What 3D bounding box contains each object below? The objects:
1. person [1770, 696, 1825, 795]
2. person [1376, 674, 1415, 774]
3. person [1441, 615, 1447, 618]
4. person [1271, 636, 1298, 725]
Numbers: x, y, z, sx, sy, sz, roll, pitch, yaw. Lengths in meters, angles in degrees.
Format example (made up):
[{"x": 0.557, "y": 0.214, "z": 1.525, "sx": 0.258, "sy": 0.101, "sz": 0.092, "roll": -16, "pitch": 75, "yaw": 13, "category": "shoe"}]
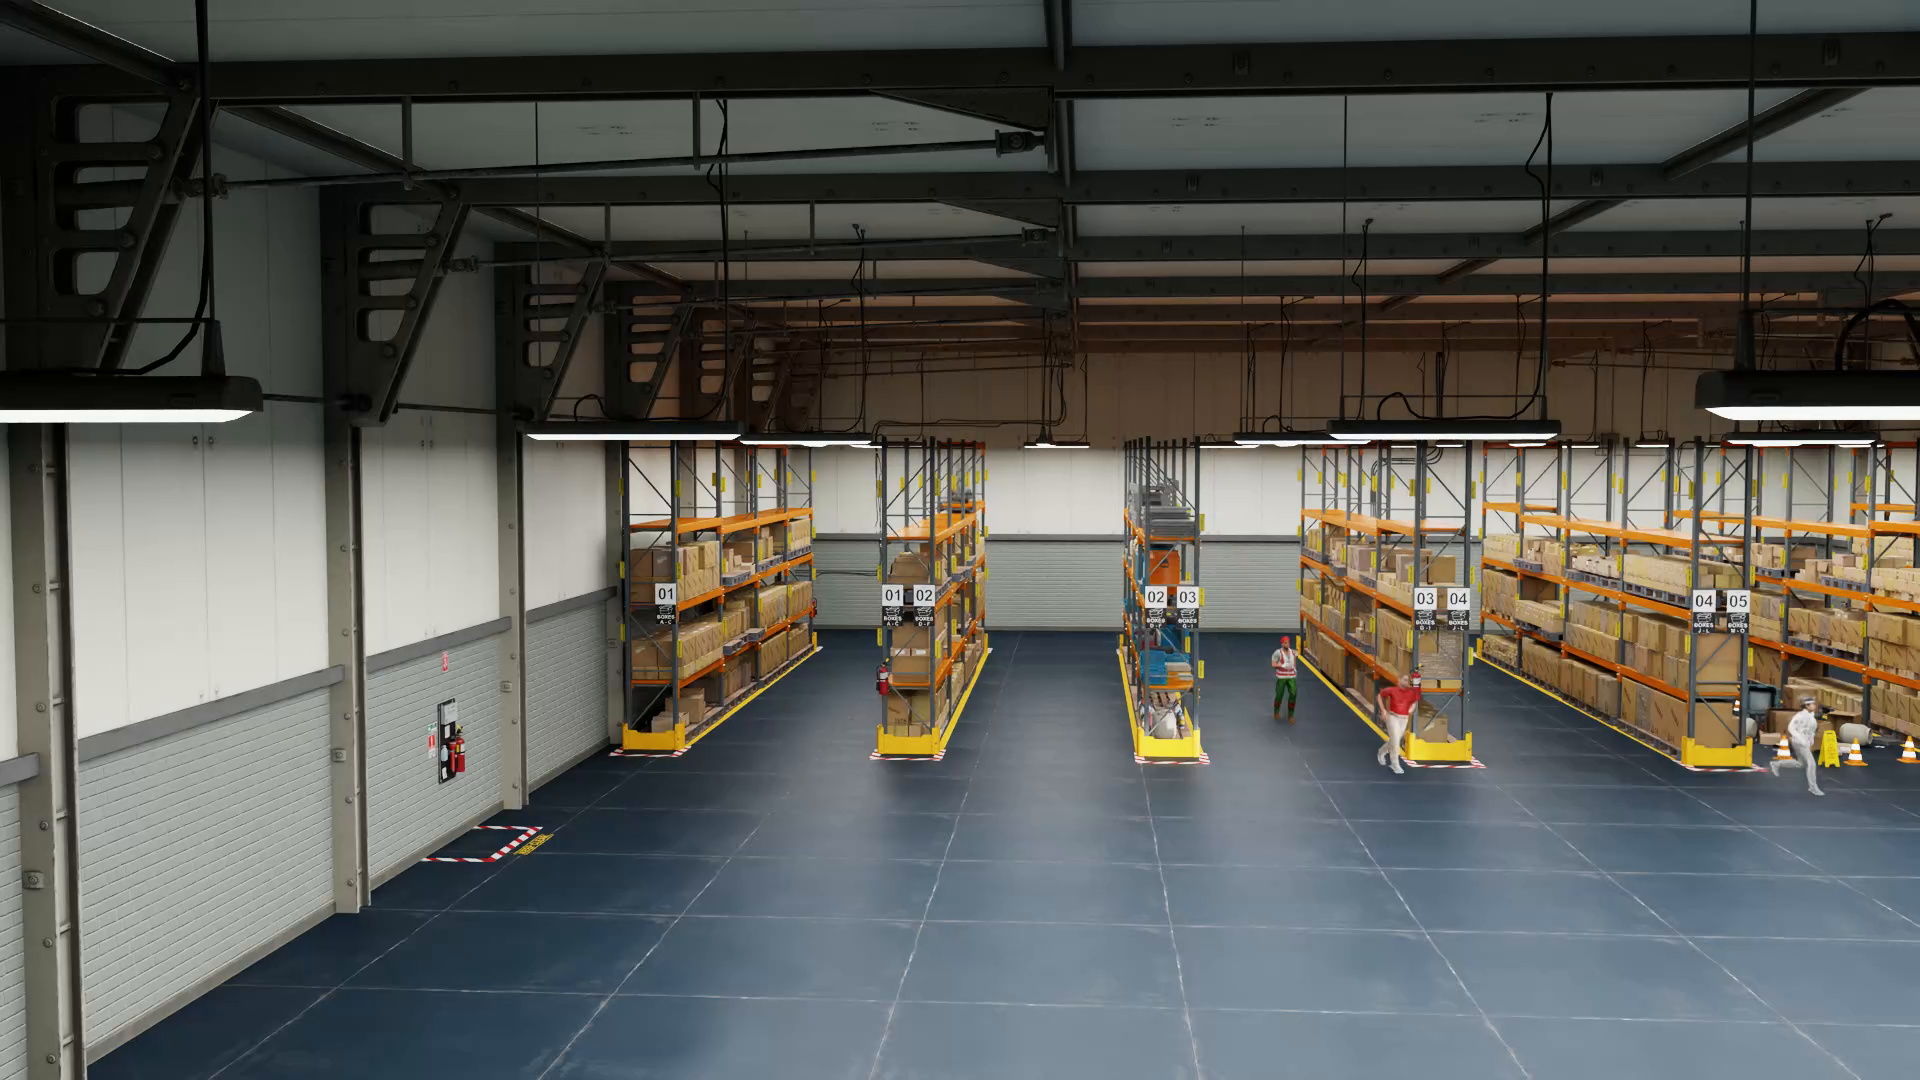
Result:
[{"x": 14.089, "y": 3.427, "z": 27.939, "sx": 0.624, "sy": 1.680, "sz": 0.882, "roll": -3, "pitch": 4, "yaw": -42, "category": "person"}, {"x": 7.896, "y": 3.266, "z": 29.948, "sx": 0.685, "sy": 1.715, "sz": 0.949, "roll": -1, "pitch": 3, "yaw": -22, "category": "person"}, {"x": 13.277, "y": 2.494, "z": 45.593, "sx": 0.654, "sy": 1.600, "sz": 0.734, "roll": 1, "pitch": 3, "yaw": 10, "category": "person"}, {"x": 6.848, "y": 2.903, "z": 35.082, "sx": 0.649, "sy": 1.765, "sz": 0.819, "roll": -1, "pitch": 3, "yaw": -11, "category": "person"}]
